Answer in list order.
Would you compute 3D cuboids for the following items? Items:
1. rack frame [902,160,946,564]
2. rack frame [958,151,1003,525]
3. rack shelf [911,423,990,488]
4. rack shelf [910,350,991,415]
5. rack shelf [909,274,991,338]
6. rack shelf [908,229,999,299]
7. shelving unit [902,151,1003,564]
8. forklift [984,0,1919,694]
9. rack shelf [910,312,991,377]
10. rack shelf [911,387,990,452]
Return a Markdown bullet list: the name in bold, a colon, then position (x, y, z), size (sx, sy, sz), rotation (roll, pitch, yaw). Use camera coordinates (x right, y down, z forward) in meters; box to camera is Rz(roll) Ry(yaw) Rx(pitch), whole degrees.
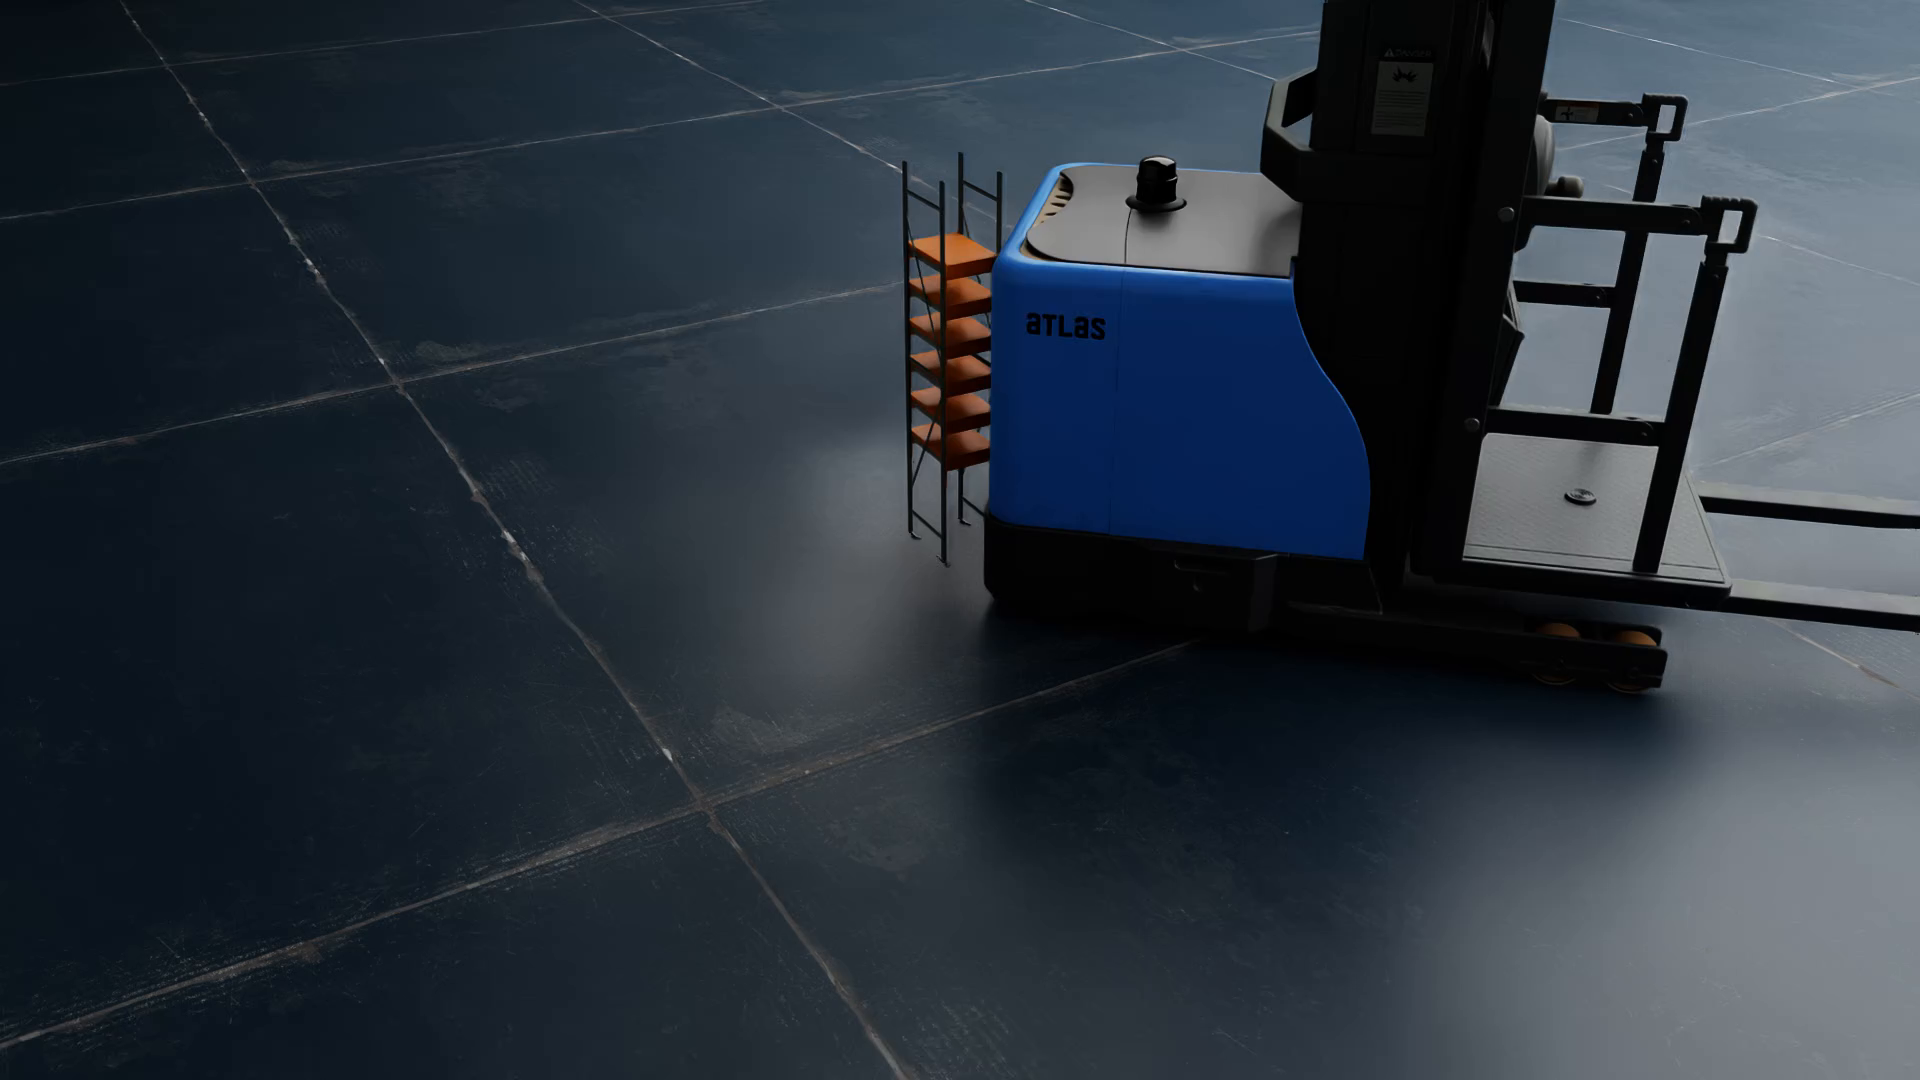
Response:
- **rack frame**: position (-0.103, -0.502, 4.917), size (0.006, 1.200, 0.240), rotation (-15, 32, -26)
- **rack frame**: position (0.056, -0.545, 4.996), size (0.006, 1.200, 0.240), rotation (-15, 32, -26)
- **rack shelf**: position (-0.023, -0.275, 5.095), size (0.180, 0.103, 0.258), rotation (-15, 32, -26)
- **rack shelf**: position (-0.023, -0.485, 4.978), size (0.180, 0.103, 0.258), rotation (-15, 32, -26)
- **rack shelf**: position (-0.023, -0.695, 4.862), size (0.180, 0.103, 0.258), rotation (-15, 32, -26)
- **rack shelf**: position (-0.023, -0.800, 4.804), size (0.180, 0.103, 0.258), rotation (-15, 32, -26)
- **shelving unit**: position (-0.023, -0.524, 4.957), size (0.189, 1.200, 0.258), rotation (-15, 32, -26)
- **forklift**: position (1.642, -1.150, 4.300), size (3.031, 2.935, 1.130), rotation (6, 29, 11)
- **rack shelf**: position (-0.023, -0.590, 4.920), size (0.180, 0.103, 0.258), rotation (-15, 32, -26)
- **rack shelf**: position (-0.023, -0.380, 5.036), size (0.180, 0.103, 0.258), rotation (-15, 32, -26)
